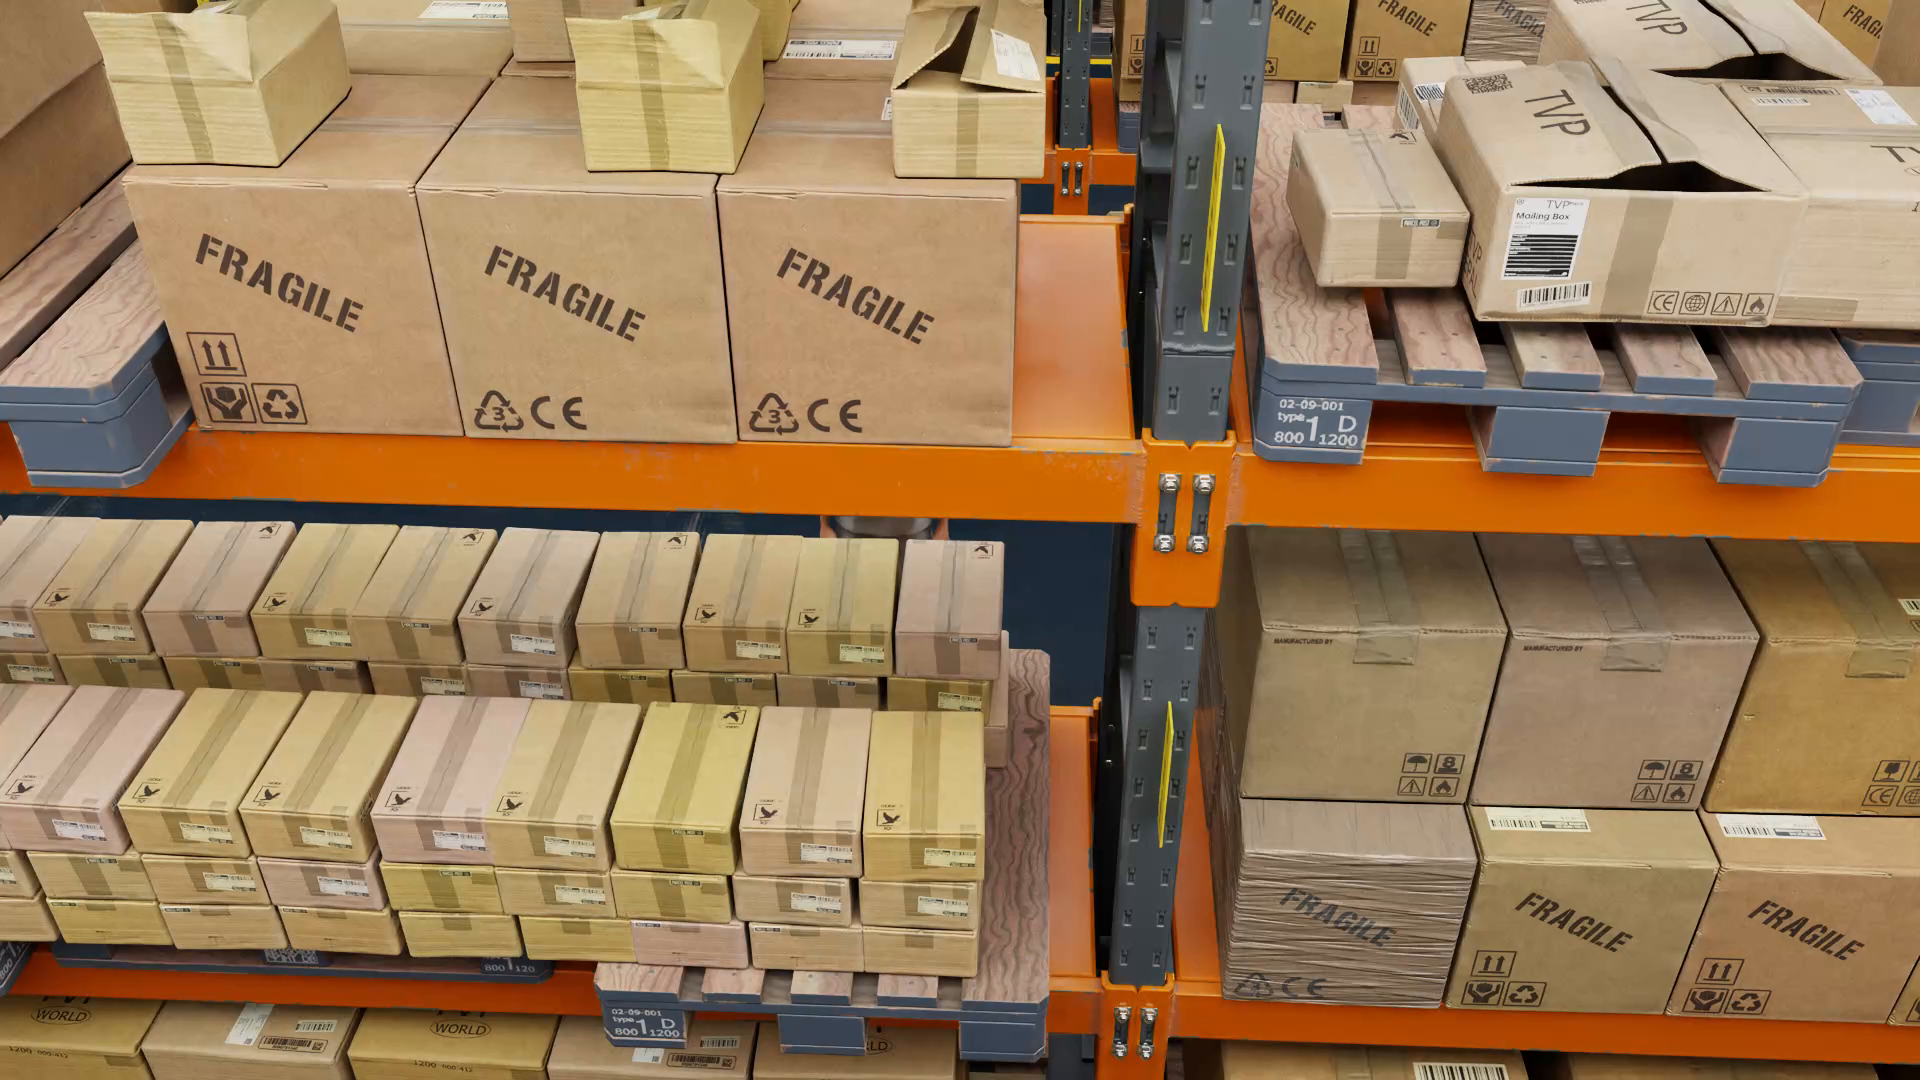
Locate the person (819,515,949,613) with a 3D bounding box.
[{"bbox_3d":[-0.284,-0.043,6.207,0.501,1.672,0.351,1,36,1],"label":"person"}]
